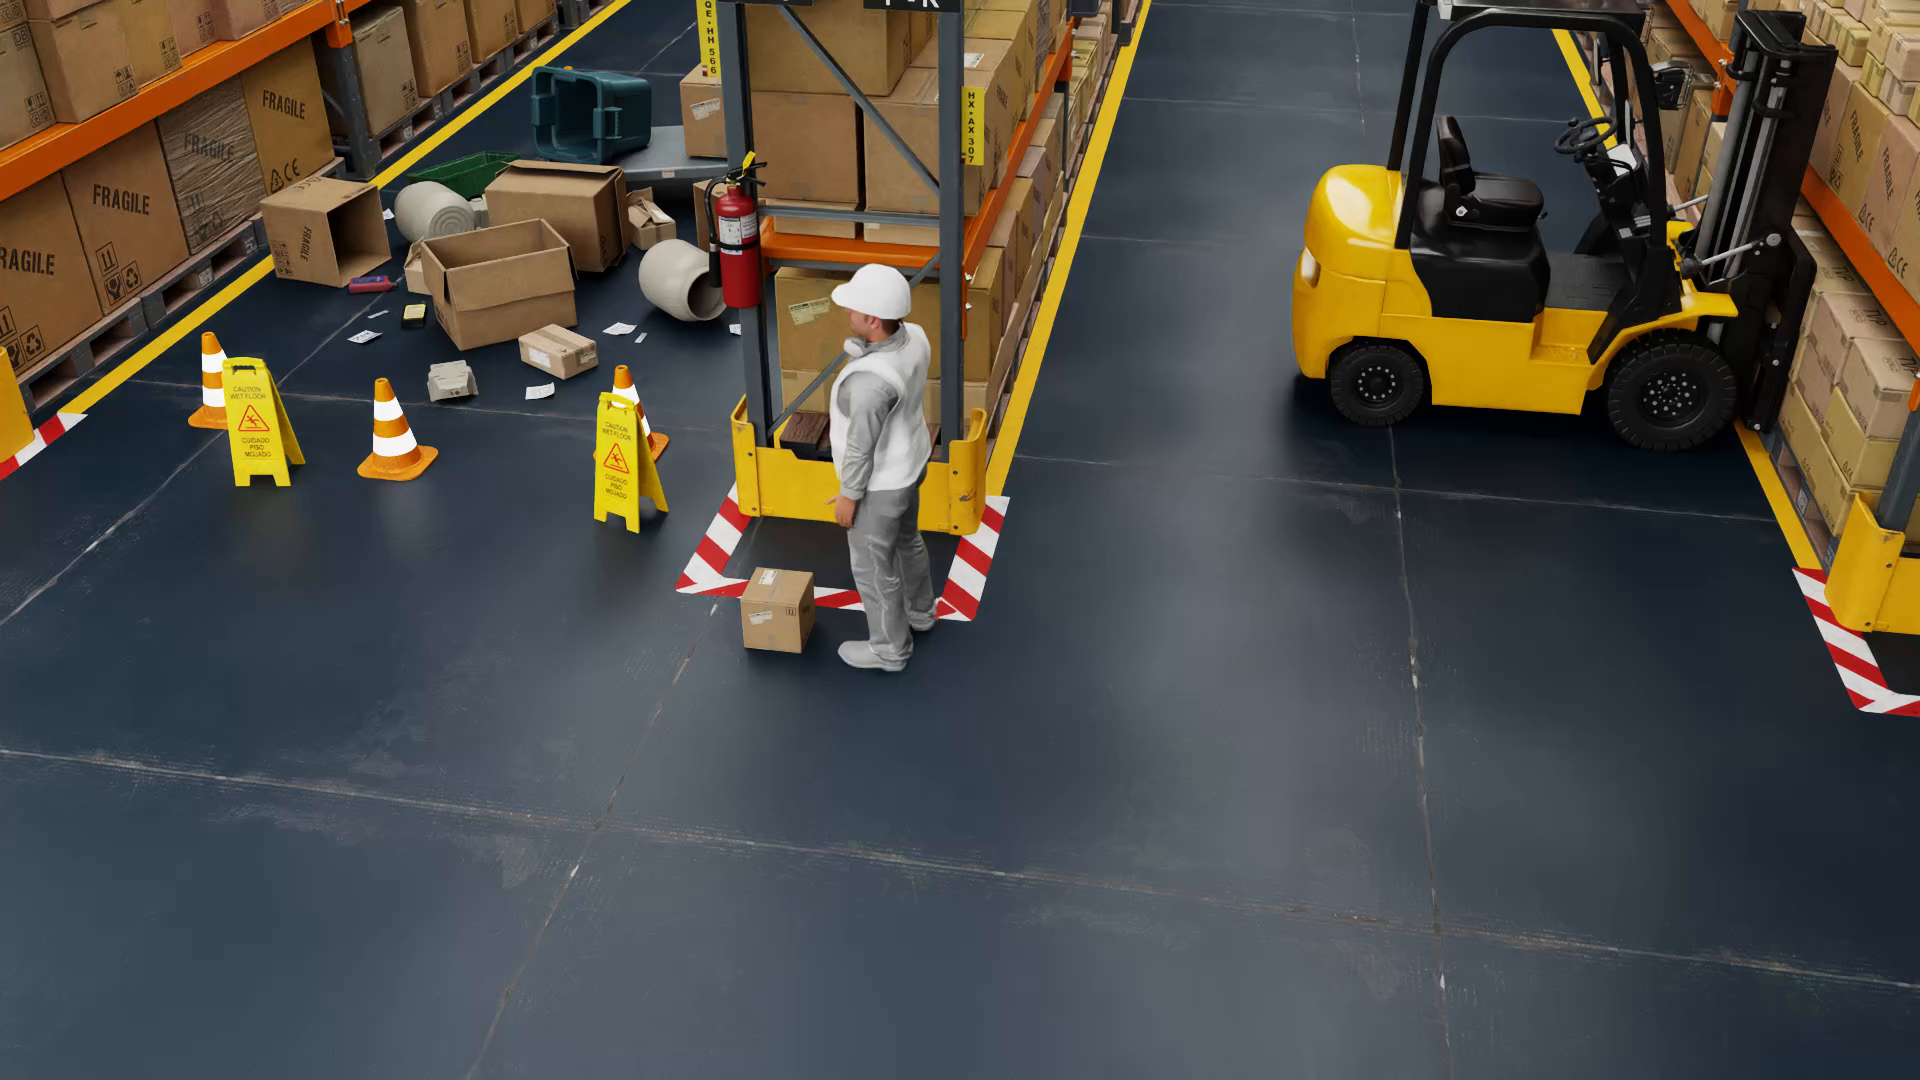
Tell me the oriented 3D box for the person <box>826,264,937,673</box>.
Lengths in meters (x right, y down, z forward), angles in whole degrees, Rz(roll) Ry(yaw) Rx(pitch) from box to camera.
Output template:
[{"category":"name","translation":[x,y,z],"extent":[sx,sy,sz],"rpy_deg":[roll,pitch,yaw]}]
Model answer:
[{"category":"person","translation":[-0.311,-0.280,6.559],"extent":[0.363,1.780,0.592],"rpy_deg":[8,33,13]}]
